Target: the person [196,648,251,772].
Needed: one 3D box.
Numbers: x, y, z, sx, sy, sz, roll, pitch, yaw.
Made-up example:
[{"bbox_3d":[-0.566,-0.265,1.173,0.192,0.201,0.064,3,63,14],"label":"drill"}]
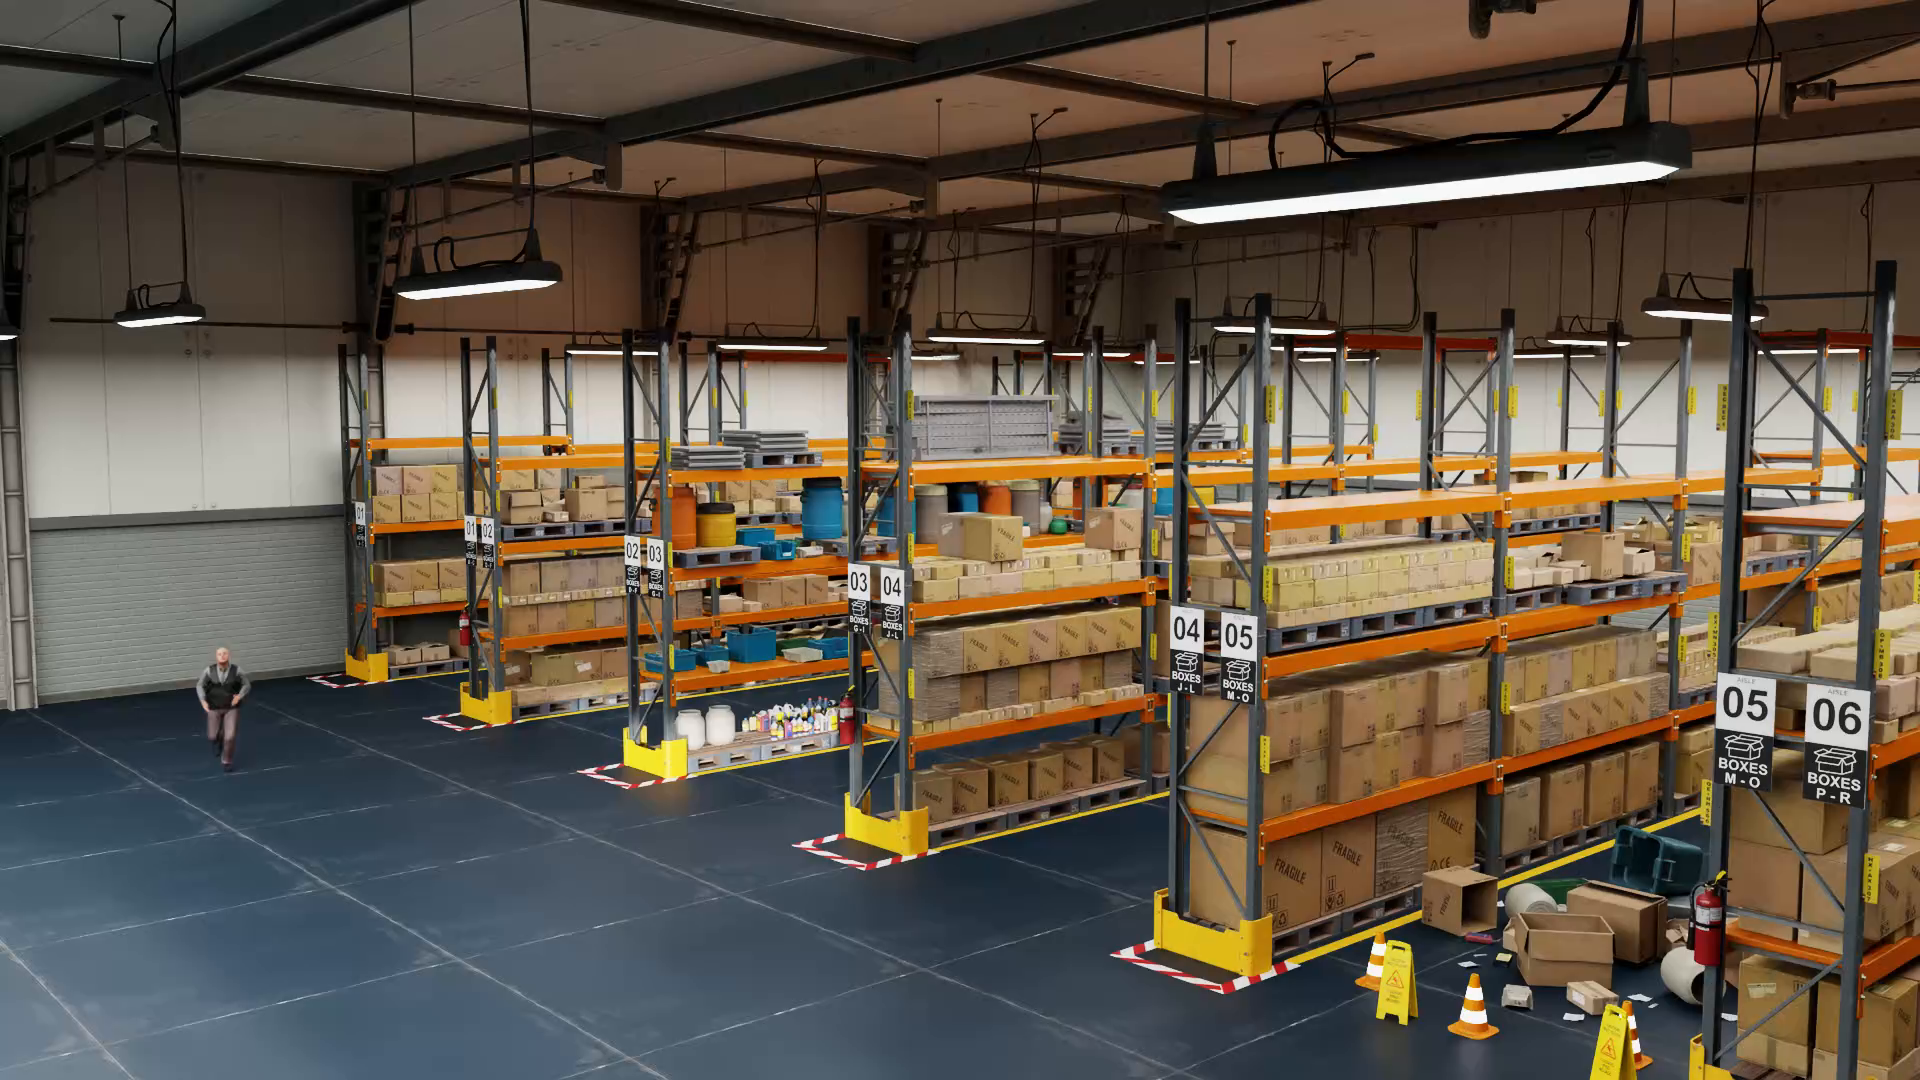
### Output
[{"bbox_3d":[-10.050,2.306,22.715,0.696,1.686,0.581,-2,5,-18],"label":"person"}]
